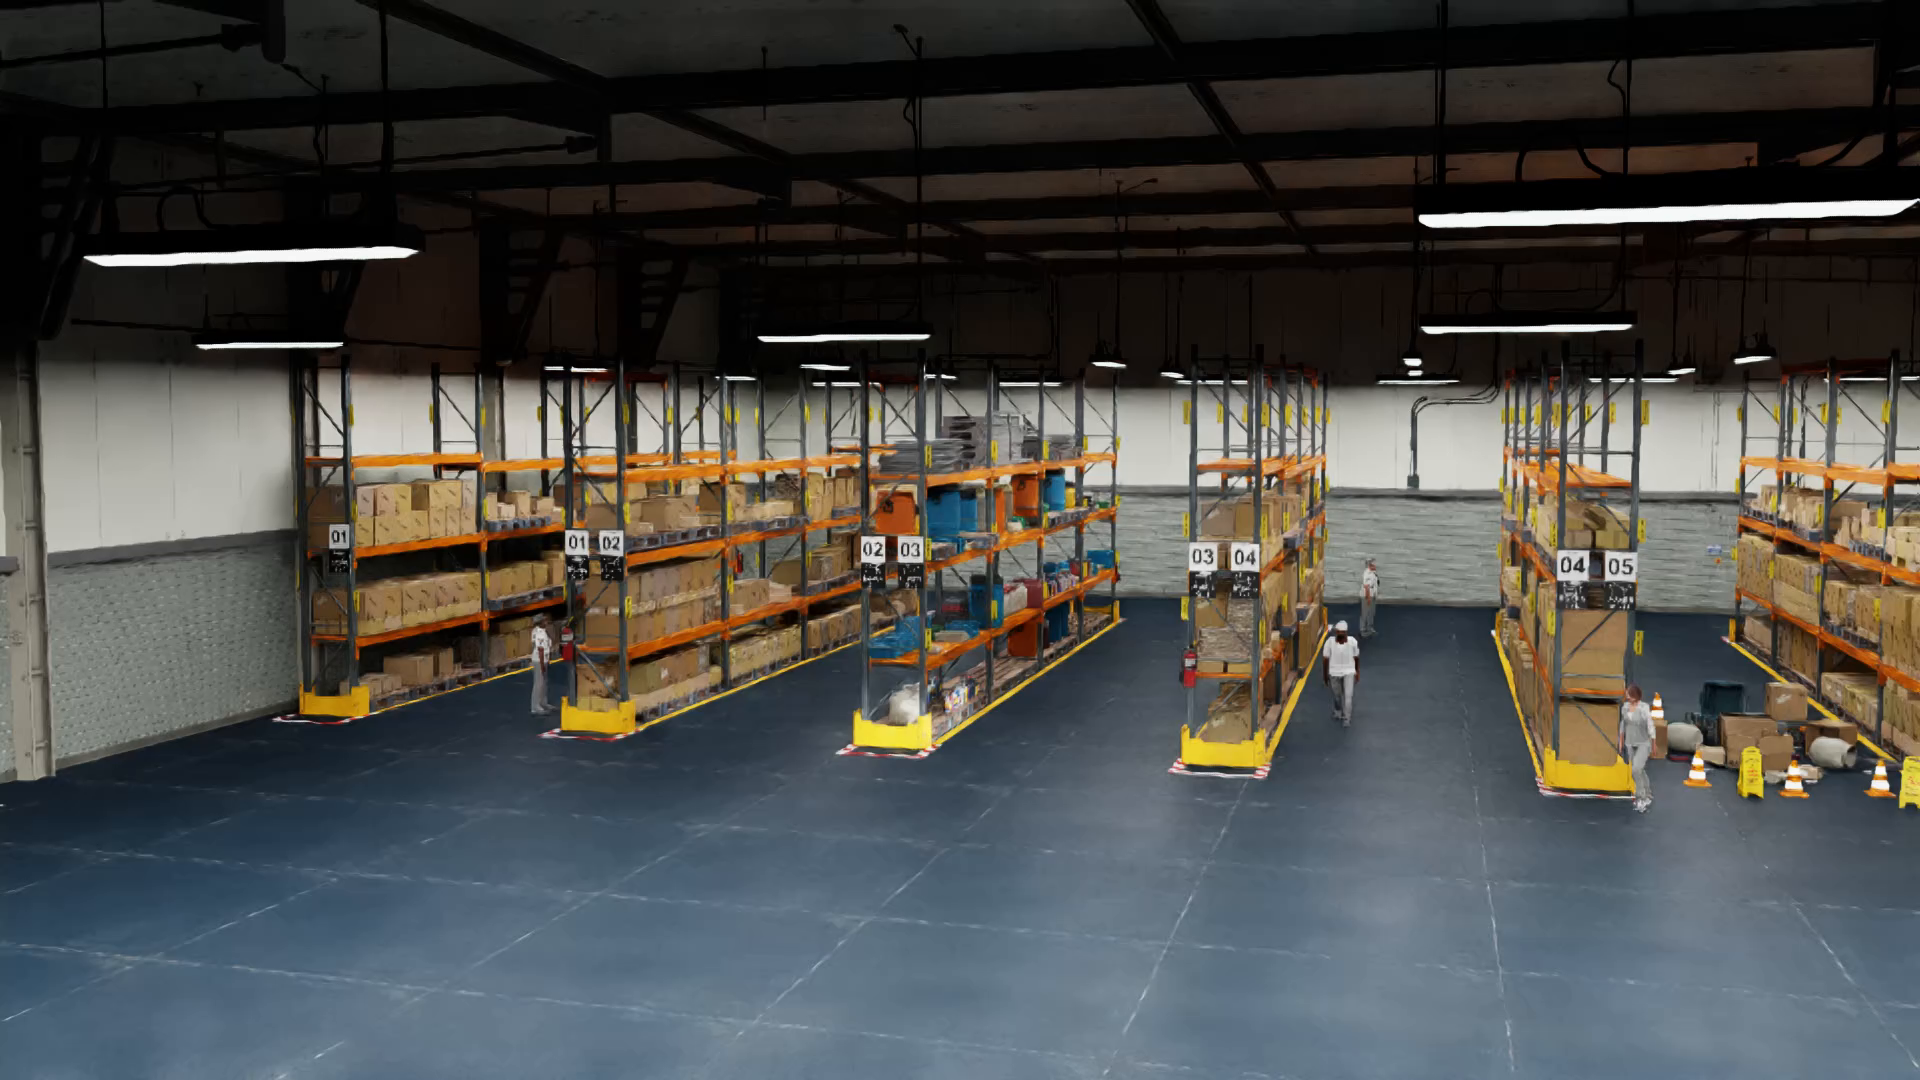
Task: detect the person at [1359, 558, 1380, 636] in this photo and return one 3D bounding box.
[{"bbox_3d":[9.279,1.285,37.695,0.417,1.761,0.609,2,5,26],"label":"person"}]

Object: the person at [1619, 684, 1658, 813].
[{"bbox_3d":[8.645,2.629,21.171,0.496,1.612,0.444,-2,5,-29],"label":"person"}]

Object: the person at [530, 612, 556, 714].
[{"bbox_3d":[-7.022,2.056,27.980,0.415,1.676,0.499,-1,4,-16],"label":"person"}]

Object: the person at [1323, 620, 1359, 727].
[{"bbox_3d":[6.150,2.106,26.878,0.576,1.638,1.115,1,4,18],"label":"person"}]
